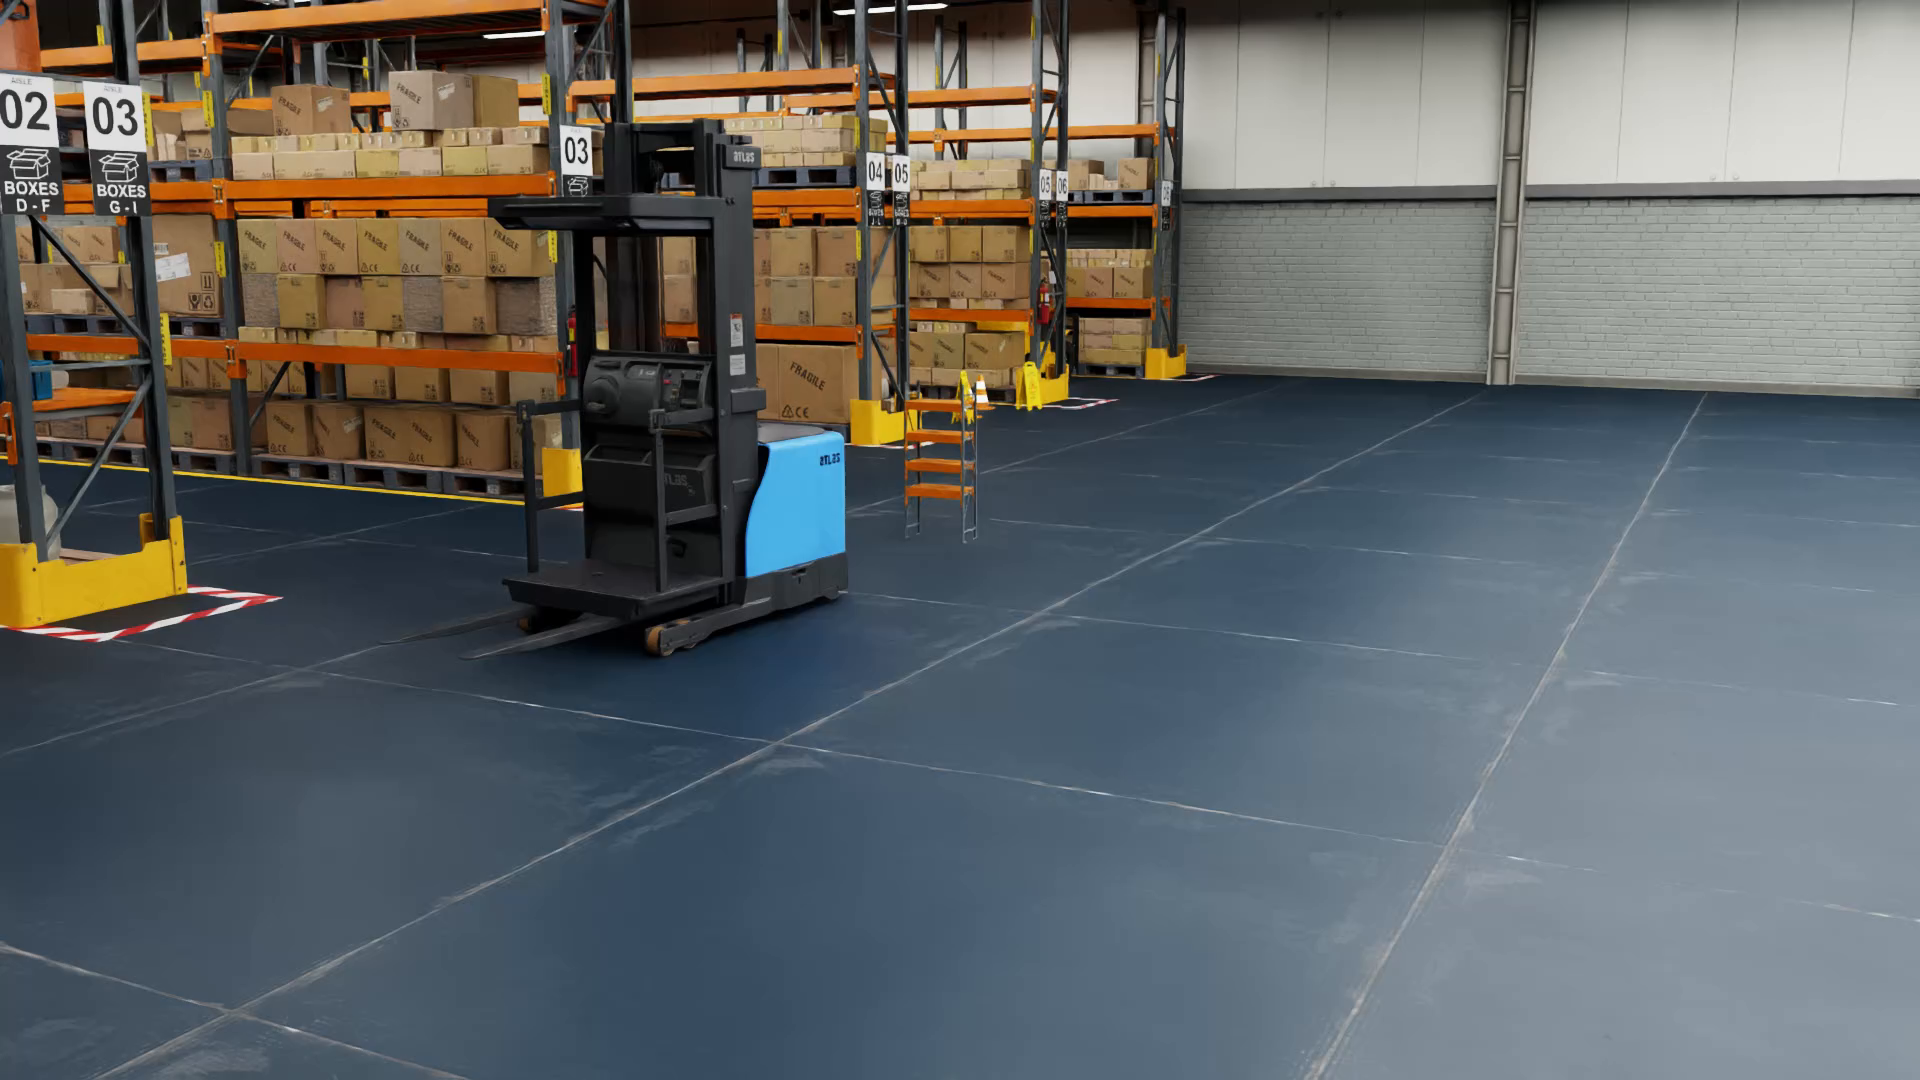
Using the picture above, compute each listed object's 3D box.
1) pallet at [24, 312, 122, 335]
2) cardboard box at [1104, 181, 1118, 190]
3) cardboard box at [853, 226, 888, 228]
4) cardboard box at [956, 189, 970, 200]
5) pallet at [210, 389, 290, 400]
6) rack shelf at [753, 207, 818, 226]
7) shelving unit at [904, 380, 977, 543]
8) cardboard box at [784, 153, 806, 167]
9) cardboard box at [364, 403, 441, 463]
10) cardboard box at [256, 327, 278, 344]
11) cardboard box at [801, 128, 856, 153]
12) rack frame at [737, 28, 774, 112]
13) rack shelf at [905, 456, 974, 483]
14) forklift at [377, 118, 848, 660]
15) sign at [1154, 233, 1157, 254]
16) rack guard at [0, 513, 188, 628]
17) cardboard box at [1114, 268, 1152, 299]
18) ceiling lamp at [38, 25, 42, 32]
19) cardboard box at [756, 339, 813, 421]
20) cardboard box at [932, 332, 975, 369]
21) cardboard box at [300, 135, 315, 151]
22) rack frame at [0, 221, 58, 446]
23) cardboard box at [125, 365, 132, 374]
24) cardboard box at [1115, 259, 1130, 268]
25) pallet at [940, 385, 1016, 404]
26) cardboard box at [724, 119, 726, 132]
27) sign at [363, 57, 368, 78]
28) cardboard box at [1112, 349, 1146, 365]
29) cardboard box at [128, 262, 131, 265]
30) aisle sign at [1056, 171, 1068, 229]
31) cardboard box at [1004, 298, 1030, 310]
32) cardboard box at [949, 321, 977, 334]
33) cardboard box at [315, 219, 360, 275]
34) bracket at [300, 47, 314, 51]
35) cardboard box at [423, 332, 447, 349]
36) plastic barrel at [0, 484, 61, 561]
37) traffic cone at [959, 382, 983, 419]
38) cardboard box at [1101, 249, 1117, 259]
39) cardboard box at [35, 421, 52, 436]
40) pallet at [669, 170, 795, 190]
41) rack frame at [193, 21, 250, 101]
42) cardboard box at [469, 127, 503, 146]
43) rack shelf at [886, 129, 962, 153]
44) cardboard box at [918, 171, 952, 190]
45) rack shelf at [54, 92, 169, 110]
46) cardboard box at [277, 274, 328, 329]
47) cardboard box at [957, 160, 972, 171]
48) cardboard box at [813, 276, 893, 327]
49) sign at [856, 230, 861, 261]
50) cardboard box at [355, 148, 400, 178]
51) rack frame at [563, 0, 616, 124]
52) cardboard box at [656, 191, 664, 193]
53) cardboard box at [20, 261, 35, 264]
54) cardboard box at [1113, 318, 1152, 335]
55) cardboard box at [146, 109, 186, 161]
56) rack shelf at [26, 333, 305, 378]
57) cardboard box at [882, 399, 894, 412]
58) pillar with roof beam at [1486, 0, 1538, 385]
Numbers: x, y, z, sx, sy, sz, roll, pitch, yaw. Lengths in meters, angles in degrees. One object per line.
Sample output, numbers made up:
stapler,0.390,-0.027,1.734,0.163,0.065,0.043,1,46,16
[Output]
pallet,-9.634,-2.347,17.816,1.003,0.211,1.213,5,11,26
cardboard box,2.554,-5.851,27.461,0.250,0.149,0.380,5,11,24
cardboard box,-1.163,-4.279,24.027,0.500,0.500,0.700,5,11,25
cardboard box,0.137,-4.840,23.335,0.250,0.149,0.380,5,11,26
pallet,-9.825,-2.051,23.470,1.213,0.211,1.003,5,11,26
rack shelf,-4.142,-5.028,25.686,4.000,0.370,1.077,5,11,26
shelving unit,-0.148,-0.603,12.695,0.503,1.200,0.258,5,11,26
cardboard box,-1.765,-4.255,18.641,0.250,0.149,0.380,5,11,27
cardboard box,-5.284,-1.024,15.806,0.500,0.500,0.500,4,11,21
cardboard box,-6.455,-1.955,15.817,0.250,0.149,0.380,5,11,26
cardboard box,-1.423,-4.433,18.505,0.500,0.250,0.500,5,11,27
rack frame,-3.742,-7.809,30.608,0.127,3.000,1.000,5,11,26
rack shelf,-0.148,-0.537,12.707,0.480,0.148,0.258,5,11,26
forklift,-1.921,-0.894,9.438,1.130,2.935,3.031,6,12,31
sign,3.179,-4.827,27.062,0.005,0.325,0.100,5,11,26
rack guard,-5.426,0.172,10.376,0.348,0.500,1.175,5,11,26
cardboard box,2.874,-4.272,27.633,0.500,0.500,0.500,5,11,25
ceiling lamp,-16.589,-10.343,28.219,0.800,3.185,2.000,5,11,26
cardboard box,-2.288,-1.908,19.635,0.875,0.875,0.875,5,11,25
cardboard box,-0.064,-2.718,23.761,0.500,0.500,0.500,6,12,28
cardboard box,-5.836,-3.642,15.309,0.250,0.149,0.380,5,12,28
rack frame,-10.320,-2.481,18.015,0.127,3.000,1.000,5,11,26
cardboard box,-12.045,-2.504,24.136,0.250,0.149,0.380,5,12,27
cardboard box,2.755,-4.593,27.581,0.250,0.149,0.380,5,12,27
pallet,0.458,-2.137,23.943,1.213,0.211,1.003,5,11,26
cardboard box,-2.681,-4.728,19.014,0.250,0.149,0.380,5,11,26
sign,-9.790,-7.782,27.391,0.005,0.325,0.100,5,11,26
cardboard box,2.871,-3.066,27.792,0.500,0.250,0.500,5,11,26
cardboard box,-11.472,-3.852,23.444,0.250,0.149,0.380,6,12,29
aisle sign,1.432,-4.757,23.292,0.004,0.787,0.394,5,11,26
cardboard box,0.809,-3.305,23.274,0.250,0.149,0.380,5,12,28
cardboard box,0.046,-3.015,23.579,0.250,0.149,0.380,5,12,27
cardboard box,-5.545,-2.699,15.294,0.500,0.500,0.500,5,11,26
bracket,-15.971,-10.763,36.824,5.218,0.066,0.076,5,11,26
cardboard box,-4.621,-1.812,15.026,0.250,0.149,0.380,5,11,26
plastic barrel,-5.961,-0.082,10.565,0.421,0.512,0.421,0,10,0
traffic cone,0.096,-1.809,21.424,0.334,0.463,0.336,5,11,26
cardboard box,2.536,-4.766,27.706,0.250,0.149,0.380,5,12,27
cardboard box,-9.711,-1.418,17.925,0.500,0.500,0.700,4,11,23
pallet,-2.629,-4.220,19.450,1.213,0.211,1.003,5,11,26
rack frame,-13.110,-7.646,29.709,0.127,3.000,1.000,5,11,26
cardboard box,-4.008,-3.464,14.327,0.250,0.149,0.380,4,11,23
rack shelf,-1.949,-7.100,29.837,4.000,0.370,1.077,5,11,26
cardboard box,-0.257,-5.059,23.424,0.500,0.250,0.500,5,12,27
rack shelf,-13.416,-6.334,24.491,4.000,0.370,1.077,5,11,26
cardboard box,-5.924,-2.271,15.739,0.500,0.500,0.875,5,11,26
cardboard box,0.149,-5.229,23.245,0.250,0.149,0.380,5,11,26
cardboard box,-1.213,-2.730,18.973,0.550,0.550,0.875,5,11,26
sign,-1.113,-3.235,18.268,0.005,0.325,0.100,5,11,26
cardboard box,-5.049,-3.370,14.924,0.500,0.250,0.500,5,11,25
rack frame,-4.448,-5.902,20.072,0.127,3.000,1.000,5,11,26
cardboard box,-4.555,-5.475,25.845,0.637,0.503,0.797,5,11,26
cardboard box,-13.544,-3.894,24.705,0.500,0.500,0.500,5,11,24
cardboard box,2.881,-3.558,27.703,0.500,0.250,0.500,5,12,28
cardboard box,-7.956,-4.026,16.661,0.637,0.503,0.797,6,12,28
rack shelf,-8.527,-1.969,17.209,4.000,0.370,1.077,5,11,26
cardboard box,-0.830,-1.811,22.319,0.380,0.149,0.250,-7,12,-33
pillar with roof beam,6.682,-6.217,21.812,0.400,9.000,9.100,5,11,26
